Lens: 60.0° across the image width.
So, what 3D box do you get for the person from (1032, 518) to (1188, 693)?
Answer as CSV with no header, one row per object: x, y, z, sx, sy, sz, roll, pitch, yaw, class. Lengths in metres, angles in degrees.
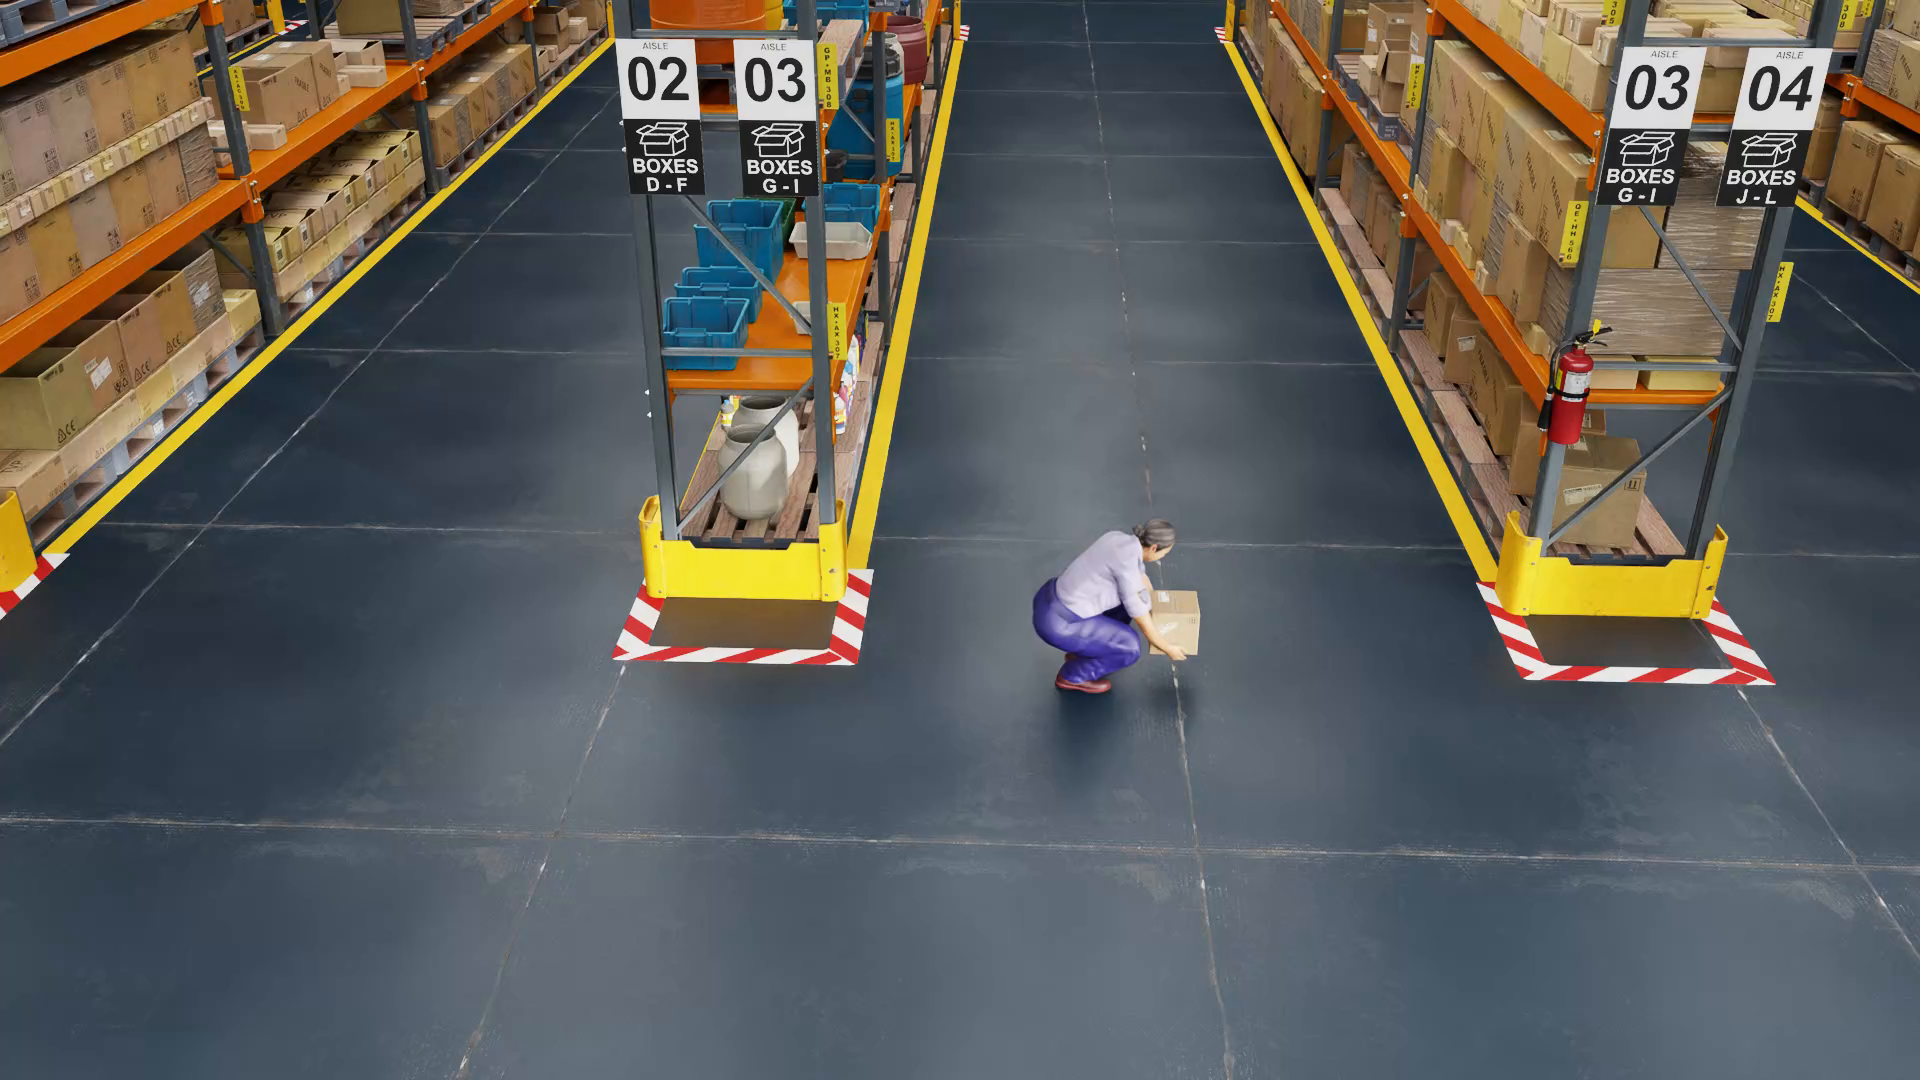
0.799,0.322,8.818,0.829,0.924,0.528,1,28,2,person
